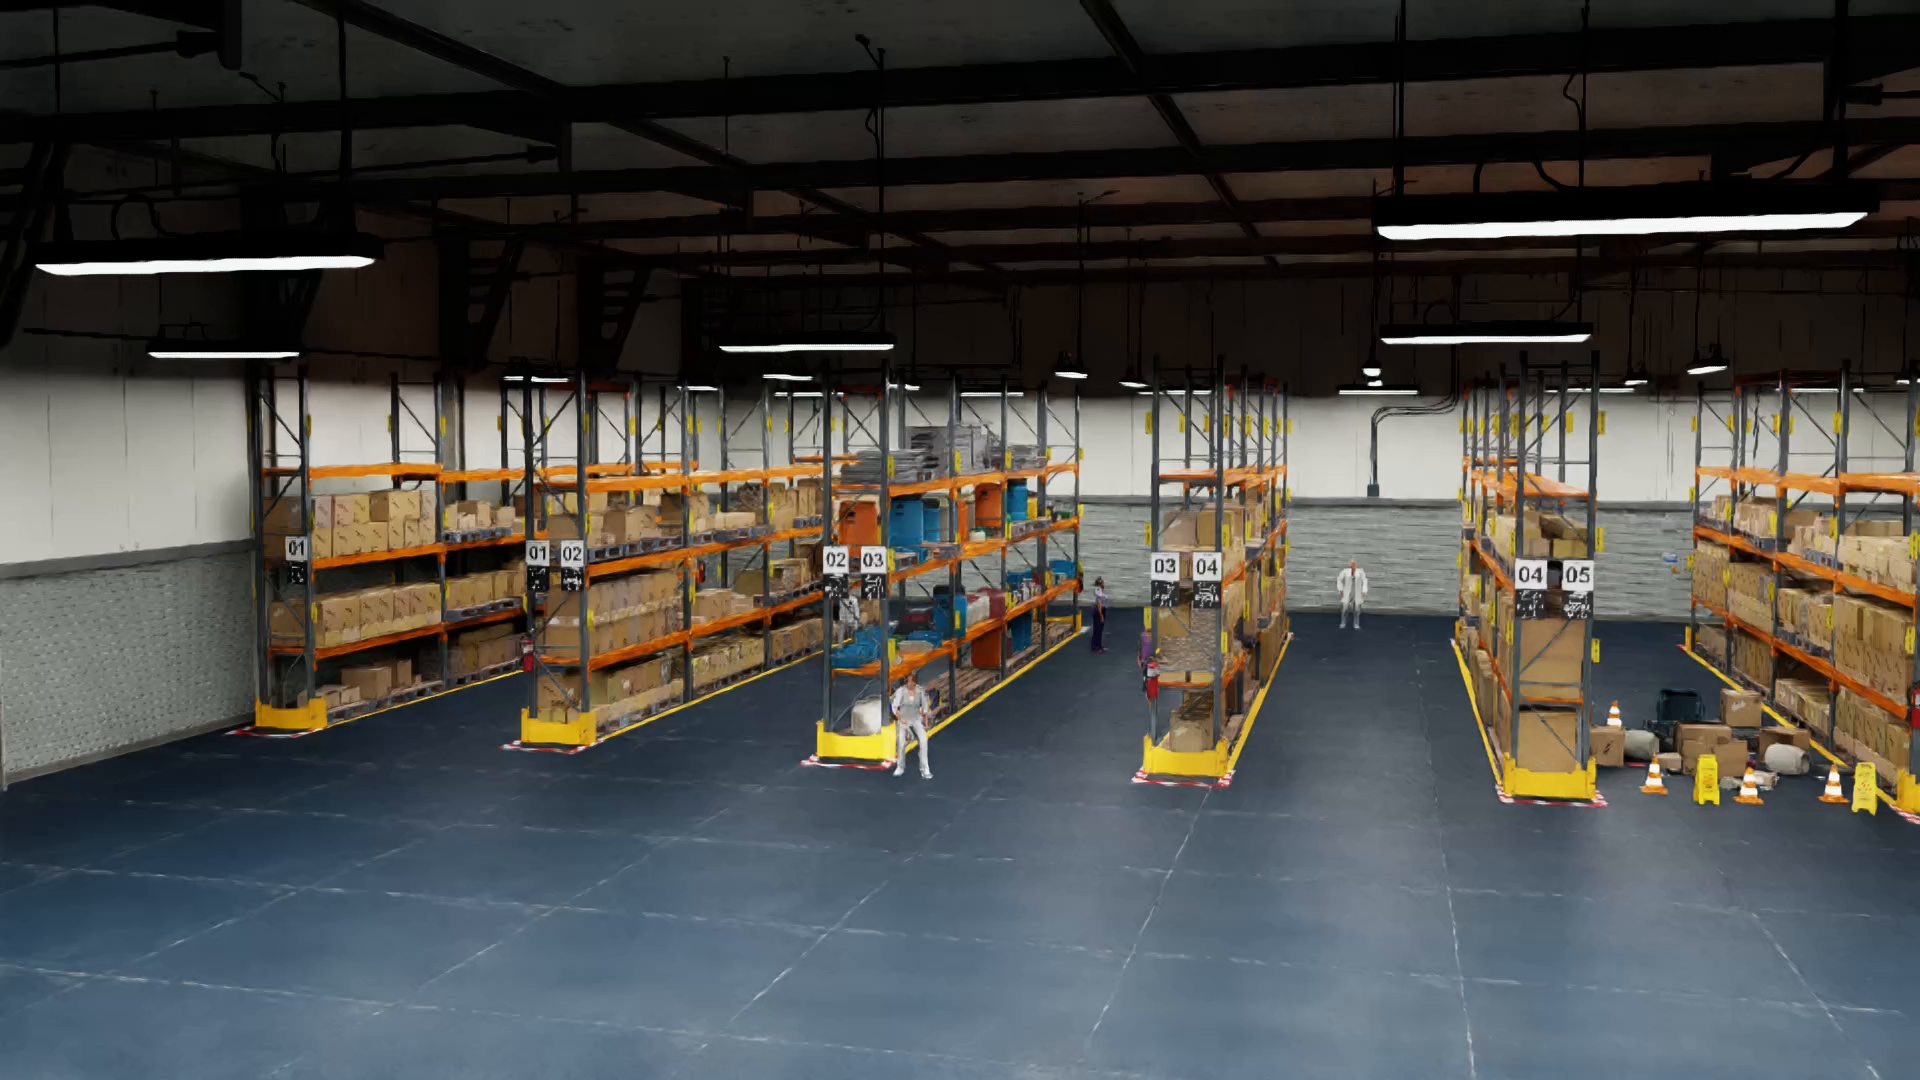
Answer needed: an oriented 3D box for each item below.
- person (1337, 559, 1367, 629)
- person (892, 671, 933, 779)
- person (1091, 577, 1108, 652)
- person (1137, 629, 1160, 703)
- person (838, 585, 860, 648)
[{"bbox_3d":[9.652,1.319,40.942,0.729,1.733,0.546,1,4,12],"label":"person"},{"bbox_3d":[-0.694,2.601,23.603,0.569,1.537,0.733,0,4,-7],"label":"person"},{"bbox_3d":[3.090,1.638,36.776,0.379,1.636,0.611,0,4,2],"label":"person"},{"bbox_3d":[3.420,2.153,30.128,0.417,1.517,1.036,1,4,17],"label":"person"},{"bbox_3d":[-2.389,1.733,35.608,0.488,1.590,1.089,1,4,12],"label":"person"}]
